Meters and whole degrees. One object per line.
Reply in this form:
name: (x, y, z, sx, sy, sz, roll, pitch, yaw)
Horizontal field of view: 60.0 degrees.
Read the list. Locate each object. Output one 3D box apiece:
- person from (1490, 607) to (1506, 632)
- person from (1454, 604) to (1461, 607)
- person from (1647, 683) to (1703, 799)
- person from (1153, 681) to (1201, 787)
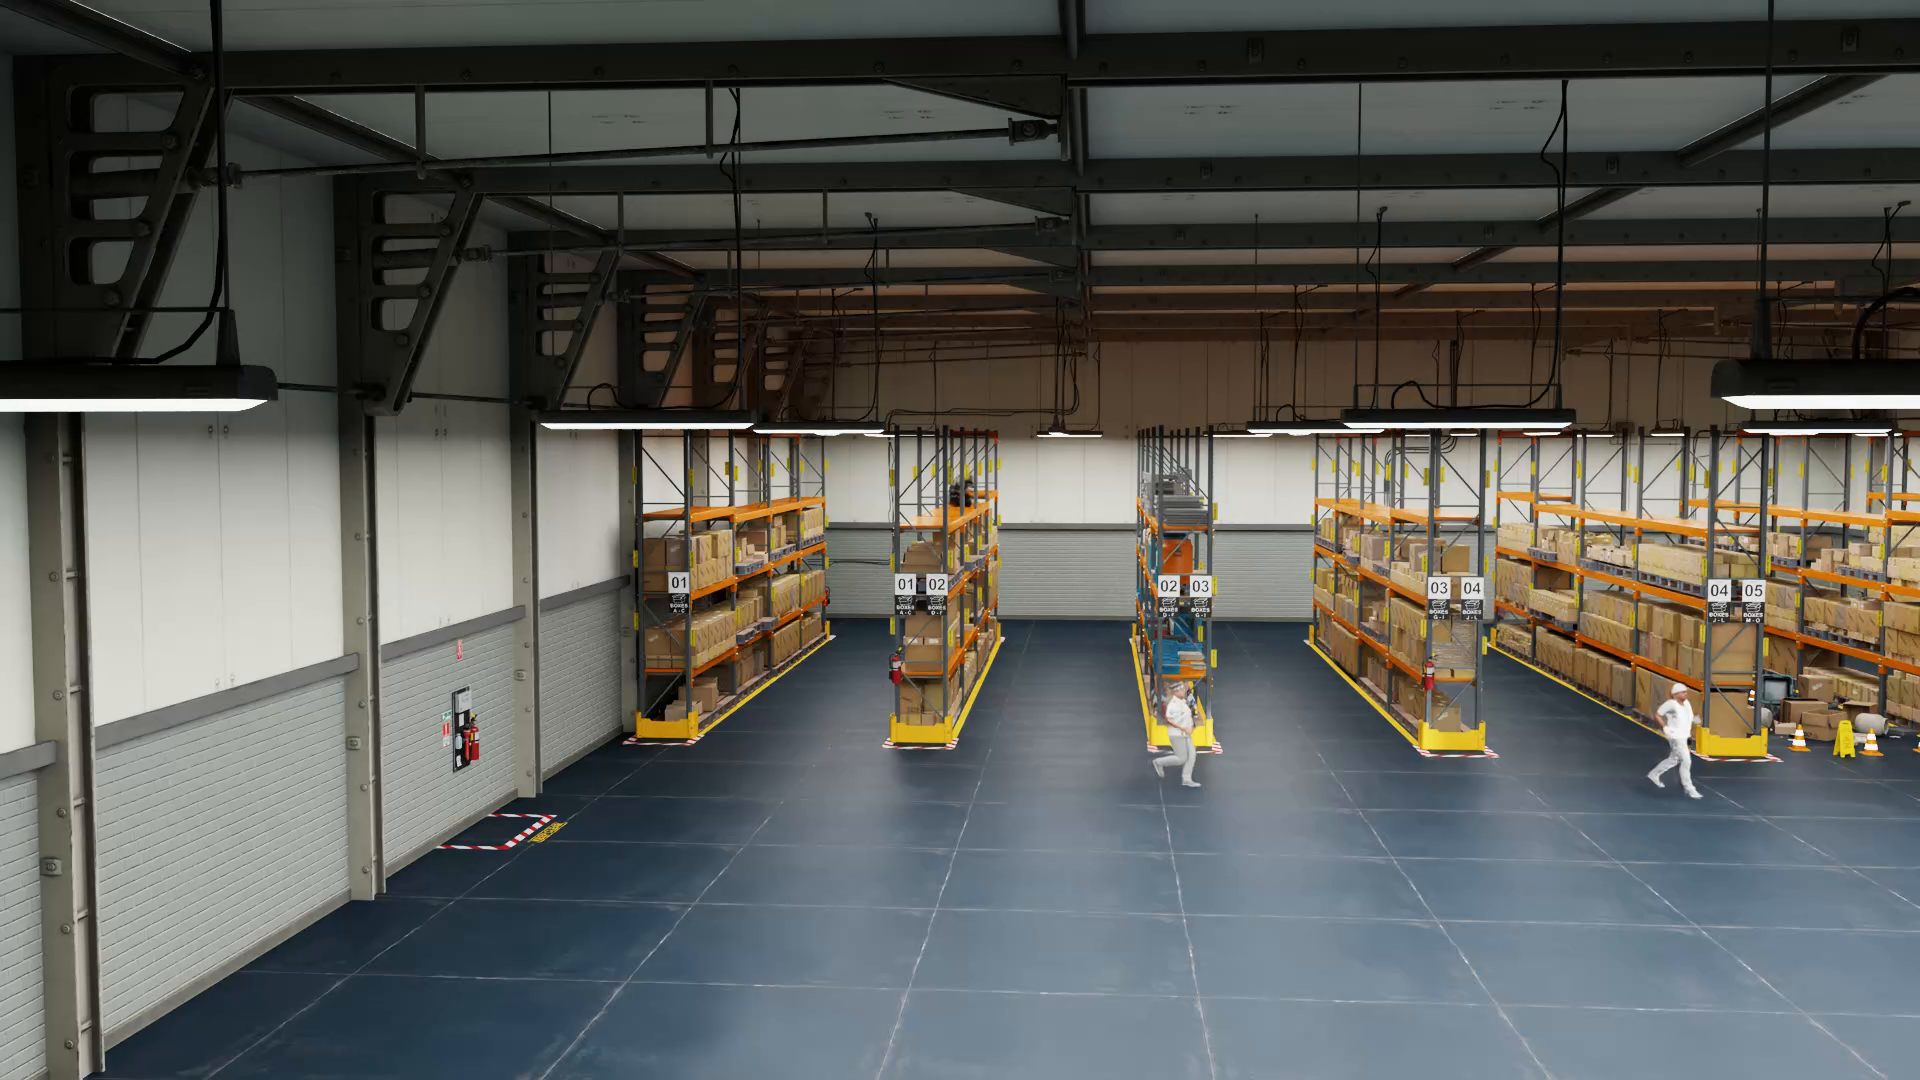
person: (15.364, 2.120, 47.342, 0.487, 1.547, 0.595, 0, 3, -4)
person: (13.477, 2.085, 46.255, 0.978, 1.728, 0.786, 2, 4, 27)
person: (11.599, 3.207, 26.897, 0.662, 1.804, 0.925, -3, 5, -43)
person: (3.609, 3.196, 27.489, 0.798, 1.746, 0.663, 2, 4, 26)
